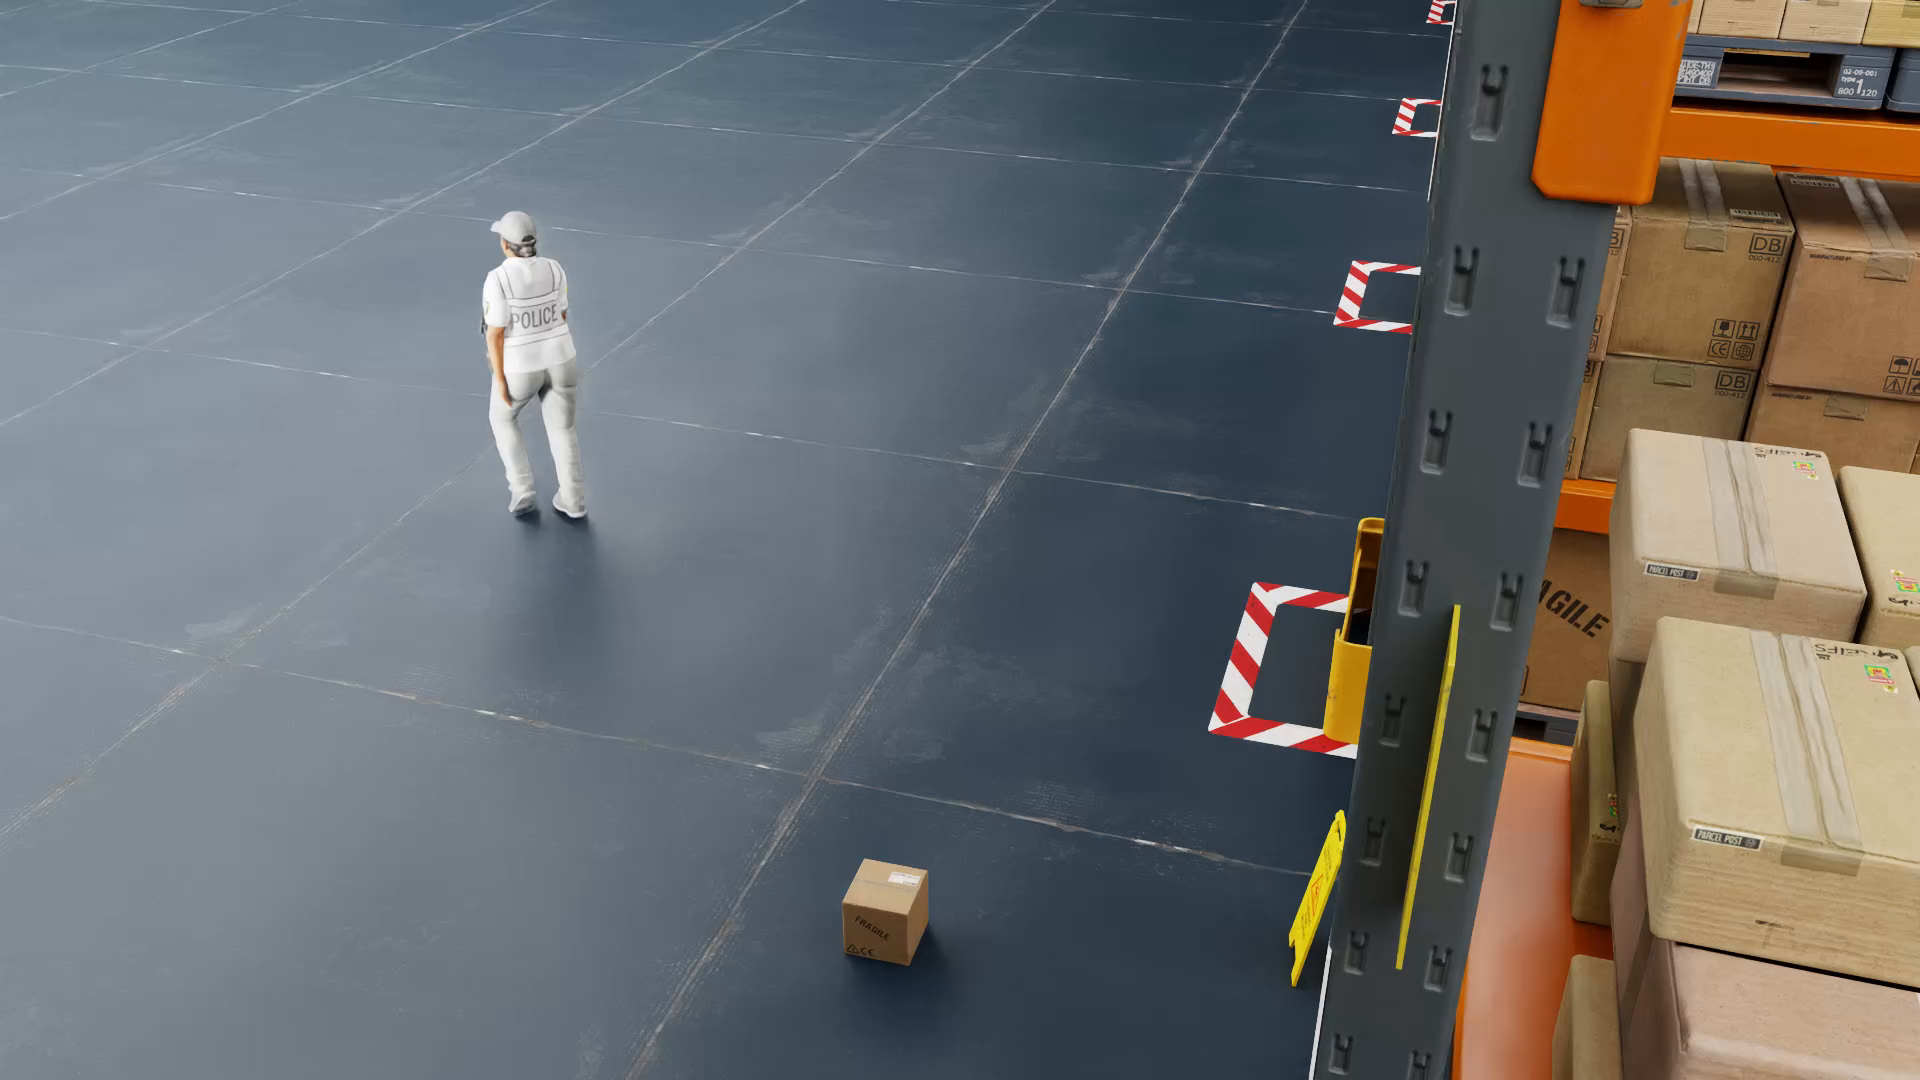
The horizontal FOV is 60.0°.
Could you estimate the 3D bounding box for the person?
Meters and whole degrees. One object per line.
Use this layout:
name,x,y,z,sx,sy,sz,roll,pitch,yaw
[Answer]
person,-2.241,-0.876,8.721,0.479,1.731,0.547,-18,34,-29
